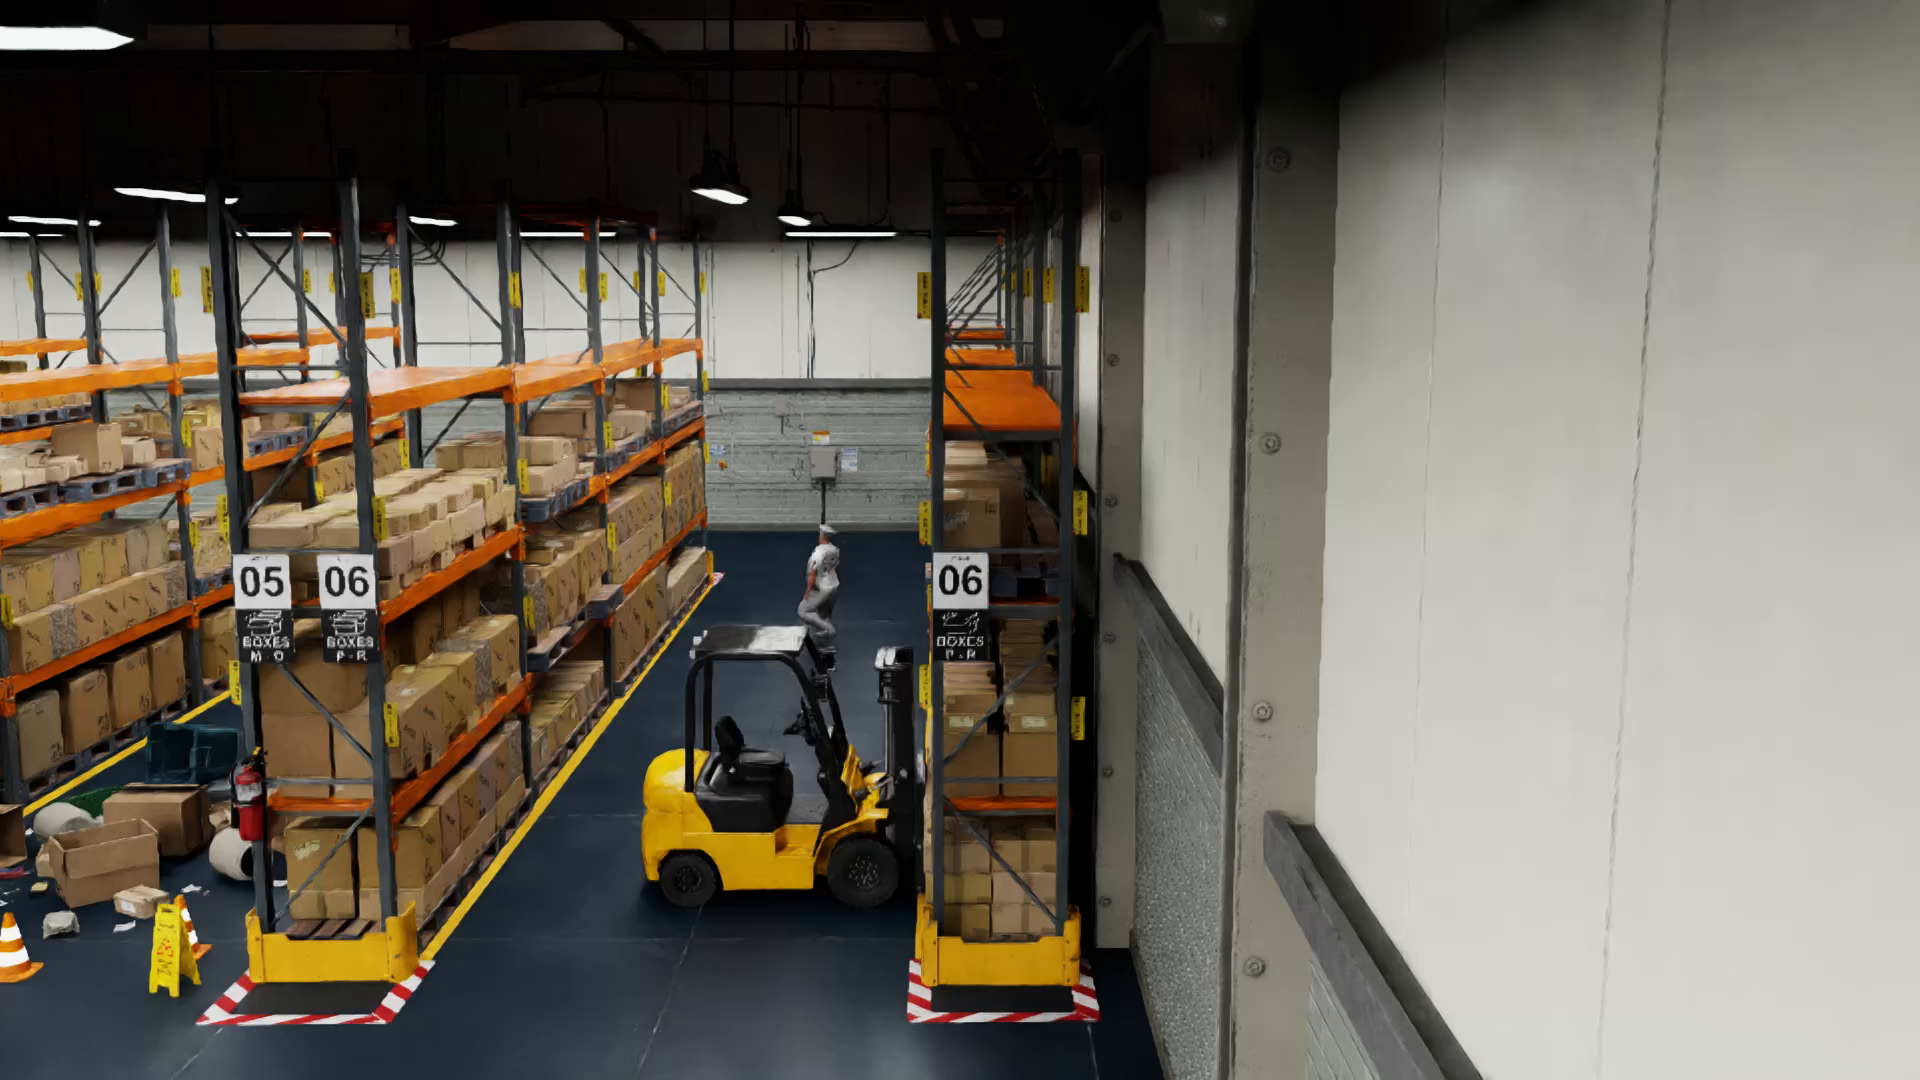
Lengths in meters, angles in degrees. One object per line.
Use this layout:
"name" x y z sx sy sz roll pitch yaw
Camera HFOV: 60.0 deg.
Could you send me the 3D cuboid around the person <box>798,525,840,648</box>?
"person" -1.923 0.630 22.745 0.573 1.686 0.669 4 10 22
